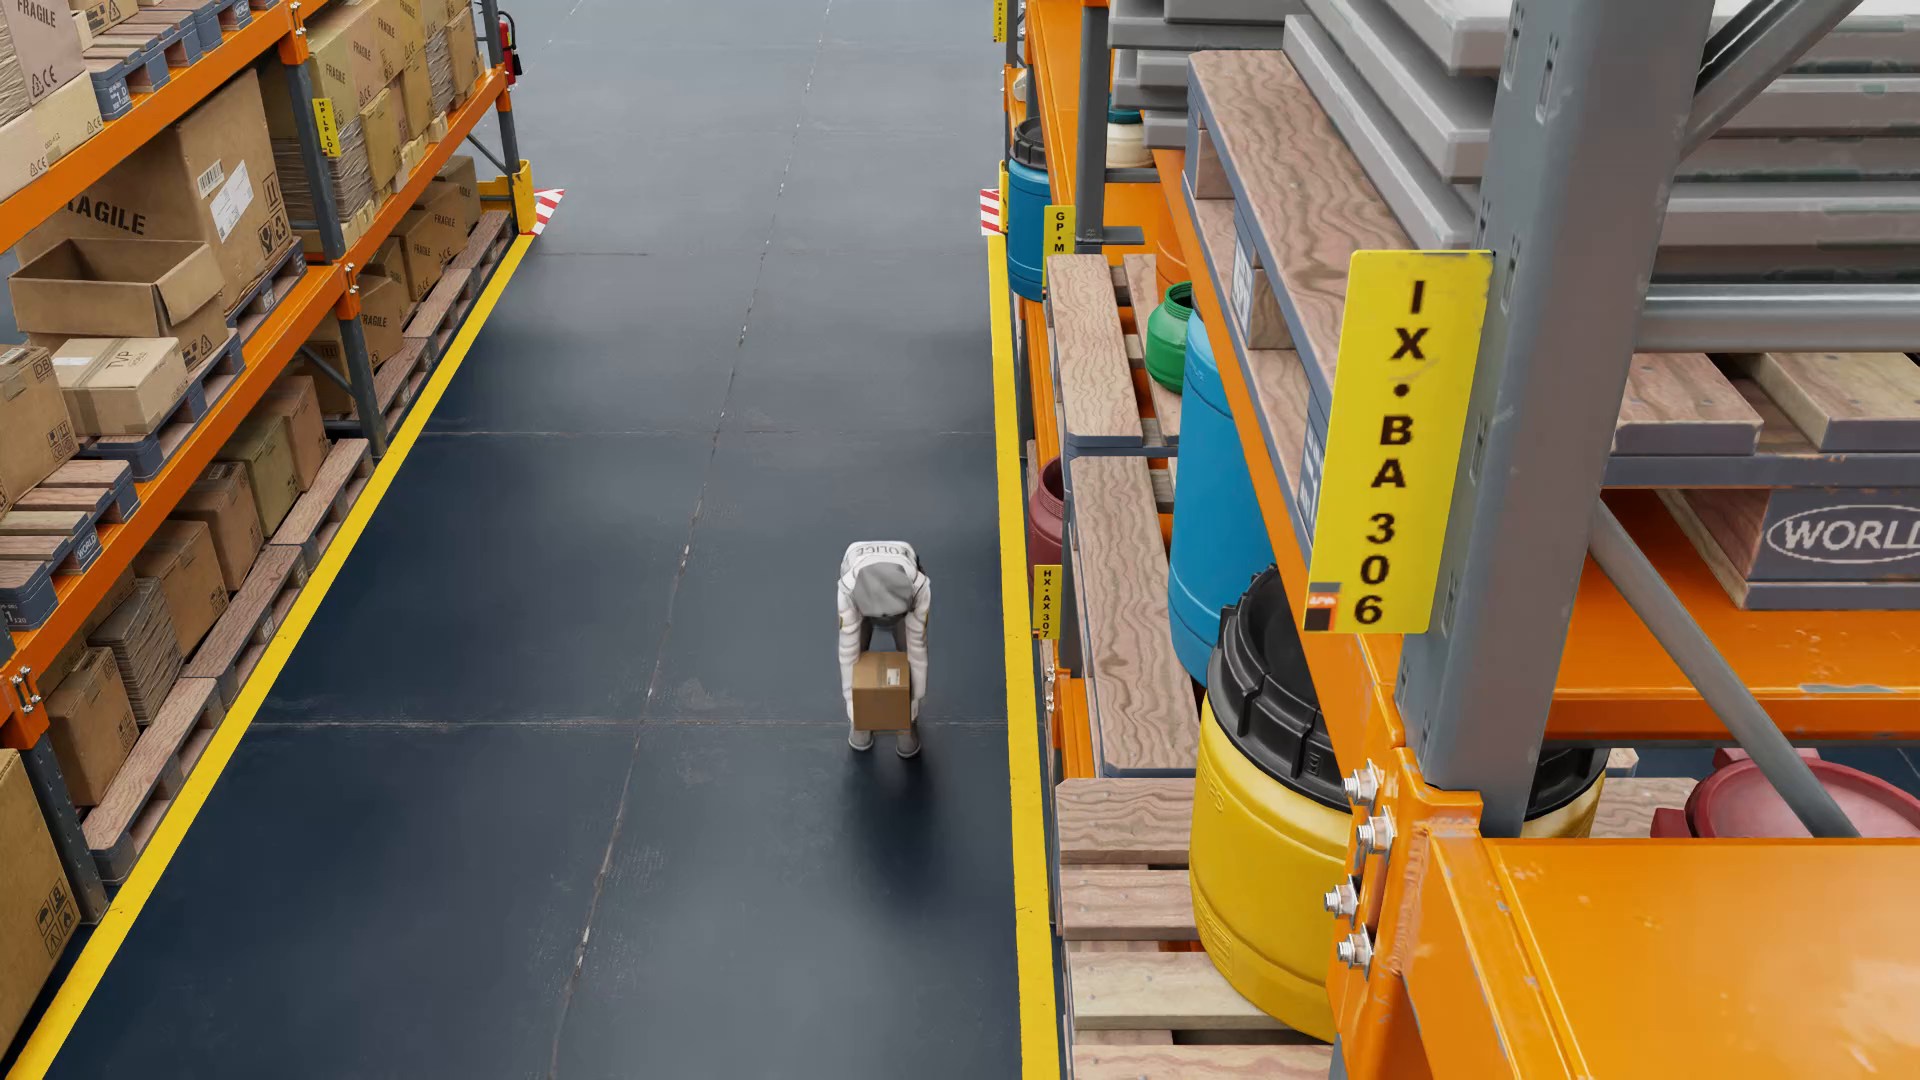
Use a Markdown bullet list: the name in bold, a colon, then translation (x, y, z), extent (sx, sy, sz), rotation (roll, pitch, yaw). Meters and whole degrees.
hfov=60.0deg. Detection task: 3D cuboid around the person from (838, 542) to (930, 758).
- **person**: translation (-0.345, 0.502, 7.504), extent (0.423, 1.266, 0.889), rotation (-1, 32, -2)
